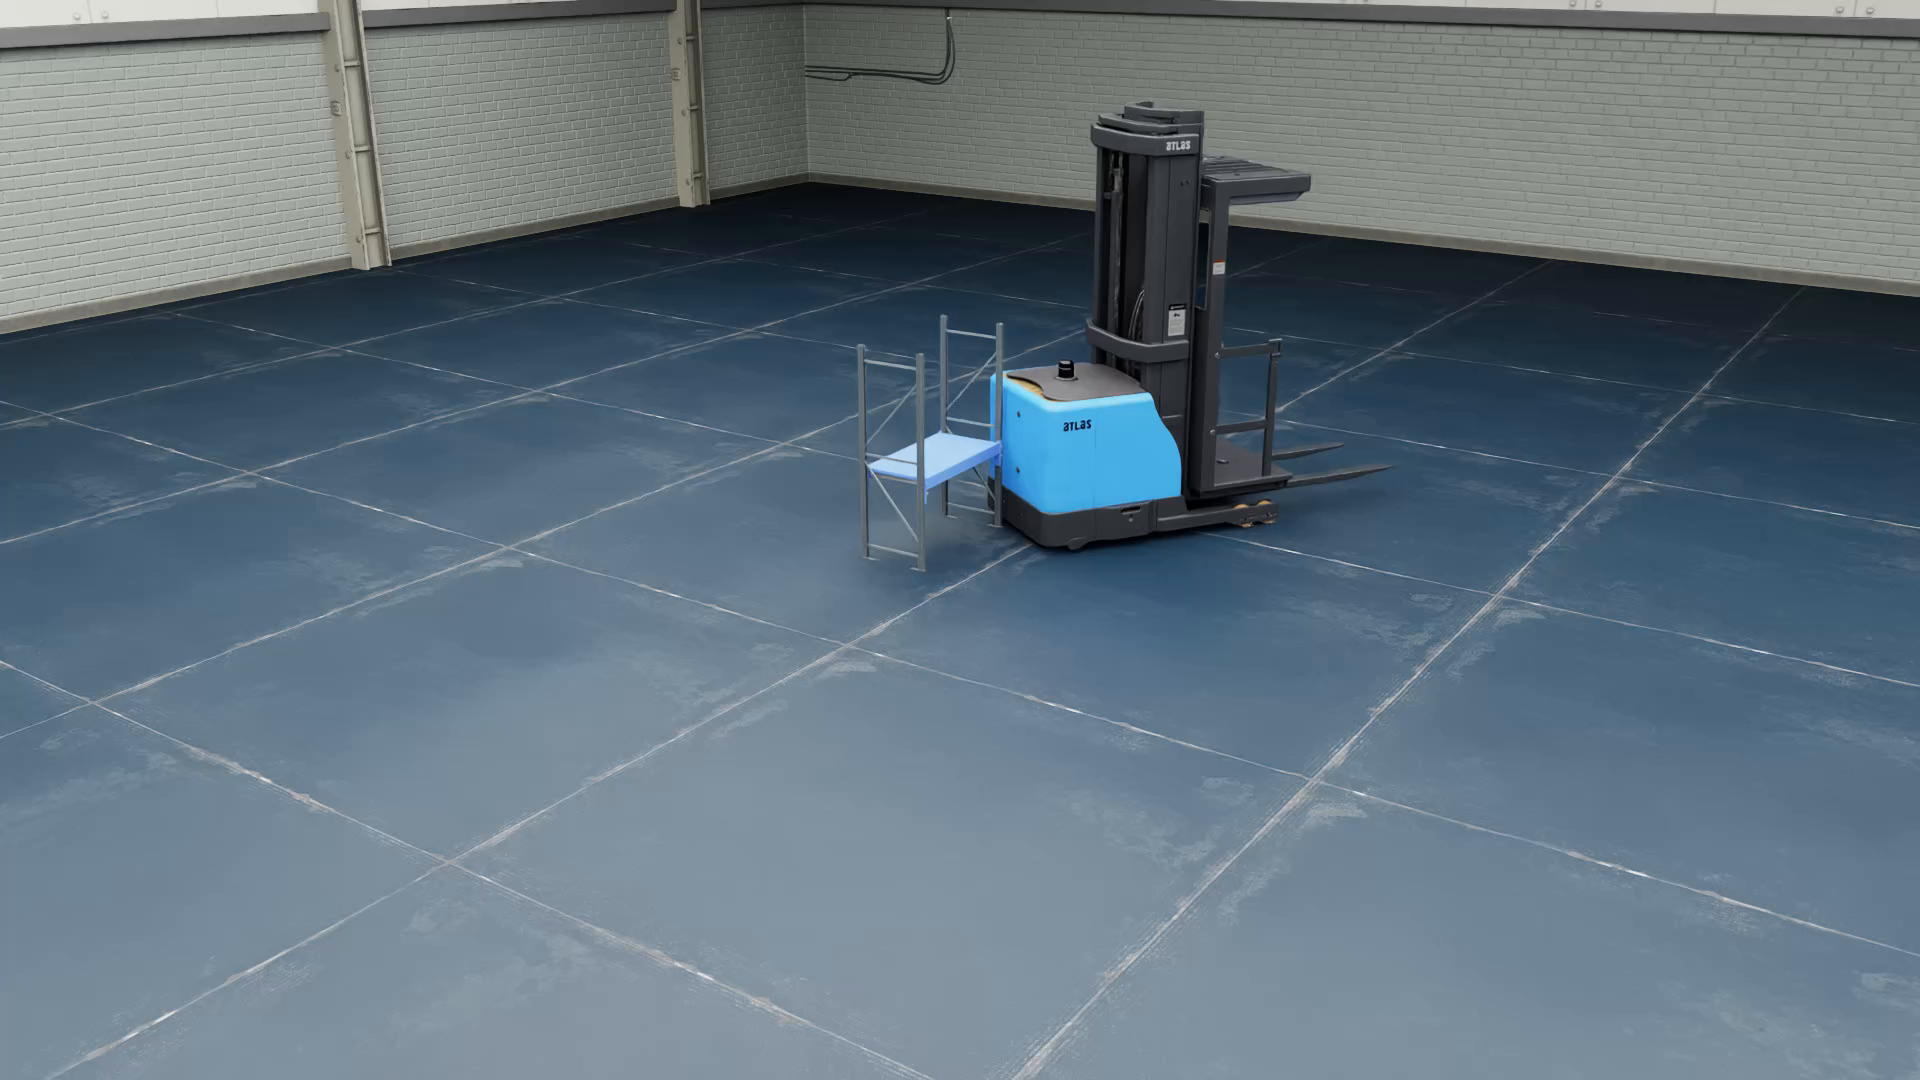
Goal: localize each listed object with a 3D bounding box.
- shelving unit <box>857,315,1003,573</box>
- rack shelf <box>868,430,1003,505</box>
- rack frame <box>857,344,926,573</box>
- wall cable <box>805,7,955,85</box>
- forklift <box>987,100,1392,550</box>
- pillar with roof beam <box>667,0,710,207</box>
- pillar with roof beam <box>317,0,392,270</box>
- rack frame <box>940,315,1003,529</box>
[{"bbox_3d":[-0.186,-0.683,11.449,0.538,1.500,1.048,12,23,29],"label":"shelving unit"},{"bbox_3d":[-0.186,-0.514,11.512,0.538,0.185,1.000,12,23,29],"label":"rack shelf"},{"bbox_3d":[-0.453,-0.533,11.043,0.500,1.500,0.032,12,23,29],"label":"rack frame"},{"bbox_3d":[-1.377,-8.561,26.413,3.097,2.526,0.112,13,24,32],"label":"wall cable"},{"bbox_3d":[1.766,-1.623,11.928,3.031,2.935,1.130,-9,22,-22],"label":"forklift"},{"bbox_3d":[-0.566,-8.590,22.016,9.100,9.000,0.400,13,24,32],"label":"pillar with roof beam"},{"bbox_3d":[-3.939,-6.868,17.362,9.100,9.000,0.400,13,24,32],"label":"pillar with roof beam"},{"bbox_3d":[0.080,-0.833,11.856,0.500,1.500,0.032,12,23,29],"label":"rack frame"}]
